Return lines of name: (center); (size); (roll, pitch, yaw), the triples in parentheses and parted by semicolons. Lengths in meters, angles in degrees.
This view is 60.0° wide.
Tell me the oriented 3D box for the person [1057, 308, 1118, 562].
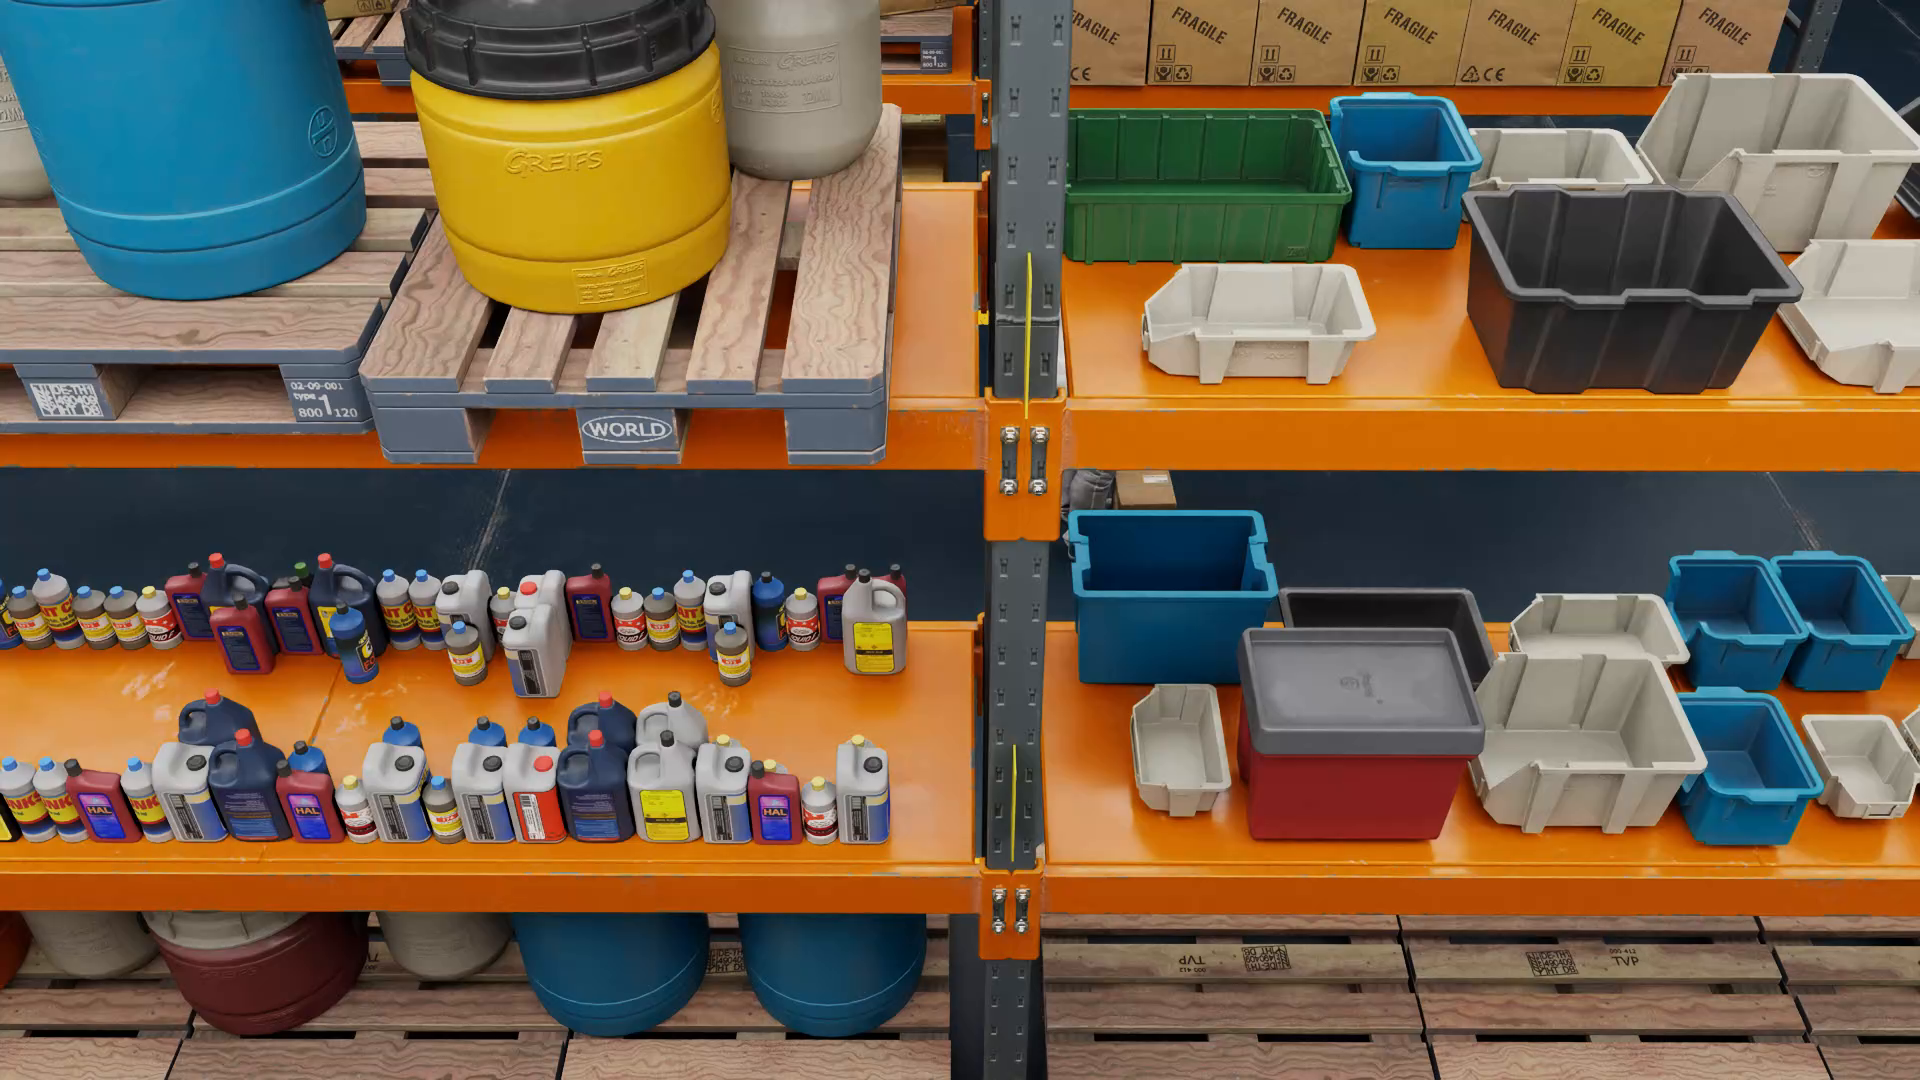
person: (0.601, -0.716, 7.013); (0.458, 1.761, 0.626); (0, 39, 0)
